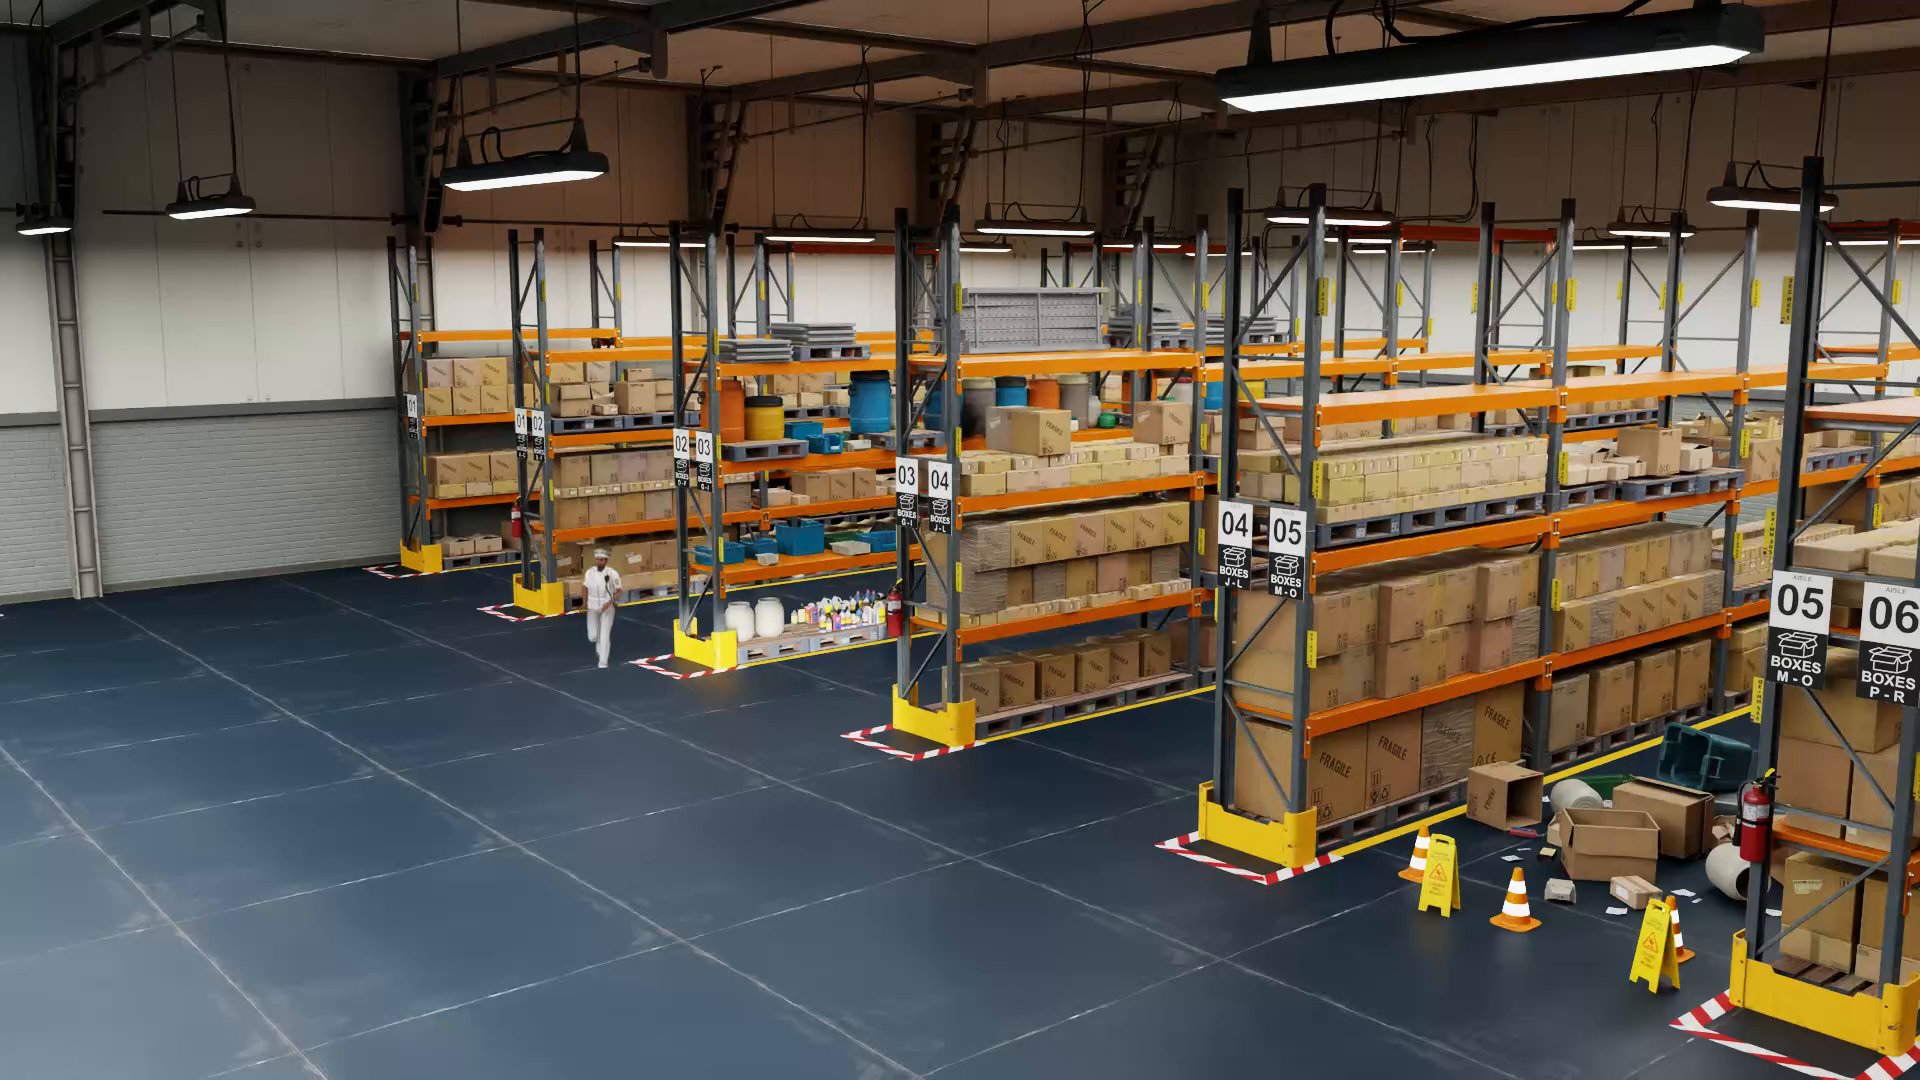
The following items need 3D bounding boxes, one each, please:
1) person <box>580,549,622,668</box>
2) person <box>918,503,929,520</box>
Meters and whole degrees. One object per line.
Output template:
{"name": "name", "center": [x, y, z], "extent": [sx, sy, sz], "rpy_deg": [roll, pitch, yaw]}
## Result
{"name": "person", "center": [-4.857, 0.910, 22.536], "extent": [0.574, 1.635, 0.564], "rpy_deg": [0, 9, 1]}
{"name": "person", "center": [-0.753, -1.080, 35.660], "extent": [0.643, 1.630, 0.968], "rpy_deg": [7, 11, 36]}
